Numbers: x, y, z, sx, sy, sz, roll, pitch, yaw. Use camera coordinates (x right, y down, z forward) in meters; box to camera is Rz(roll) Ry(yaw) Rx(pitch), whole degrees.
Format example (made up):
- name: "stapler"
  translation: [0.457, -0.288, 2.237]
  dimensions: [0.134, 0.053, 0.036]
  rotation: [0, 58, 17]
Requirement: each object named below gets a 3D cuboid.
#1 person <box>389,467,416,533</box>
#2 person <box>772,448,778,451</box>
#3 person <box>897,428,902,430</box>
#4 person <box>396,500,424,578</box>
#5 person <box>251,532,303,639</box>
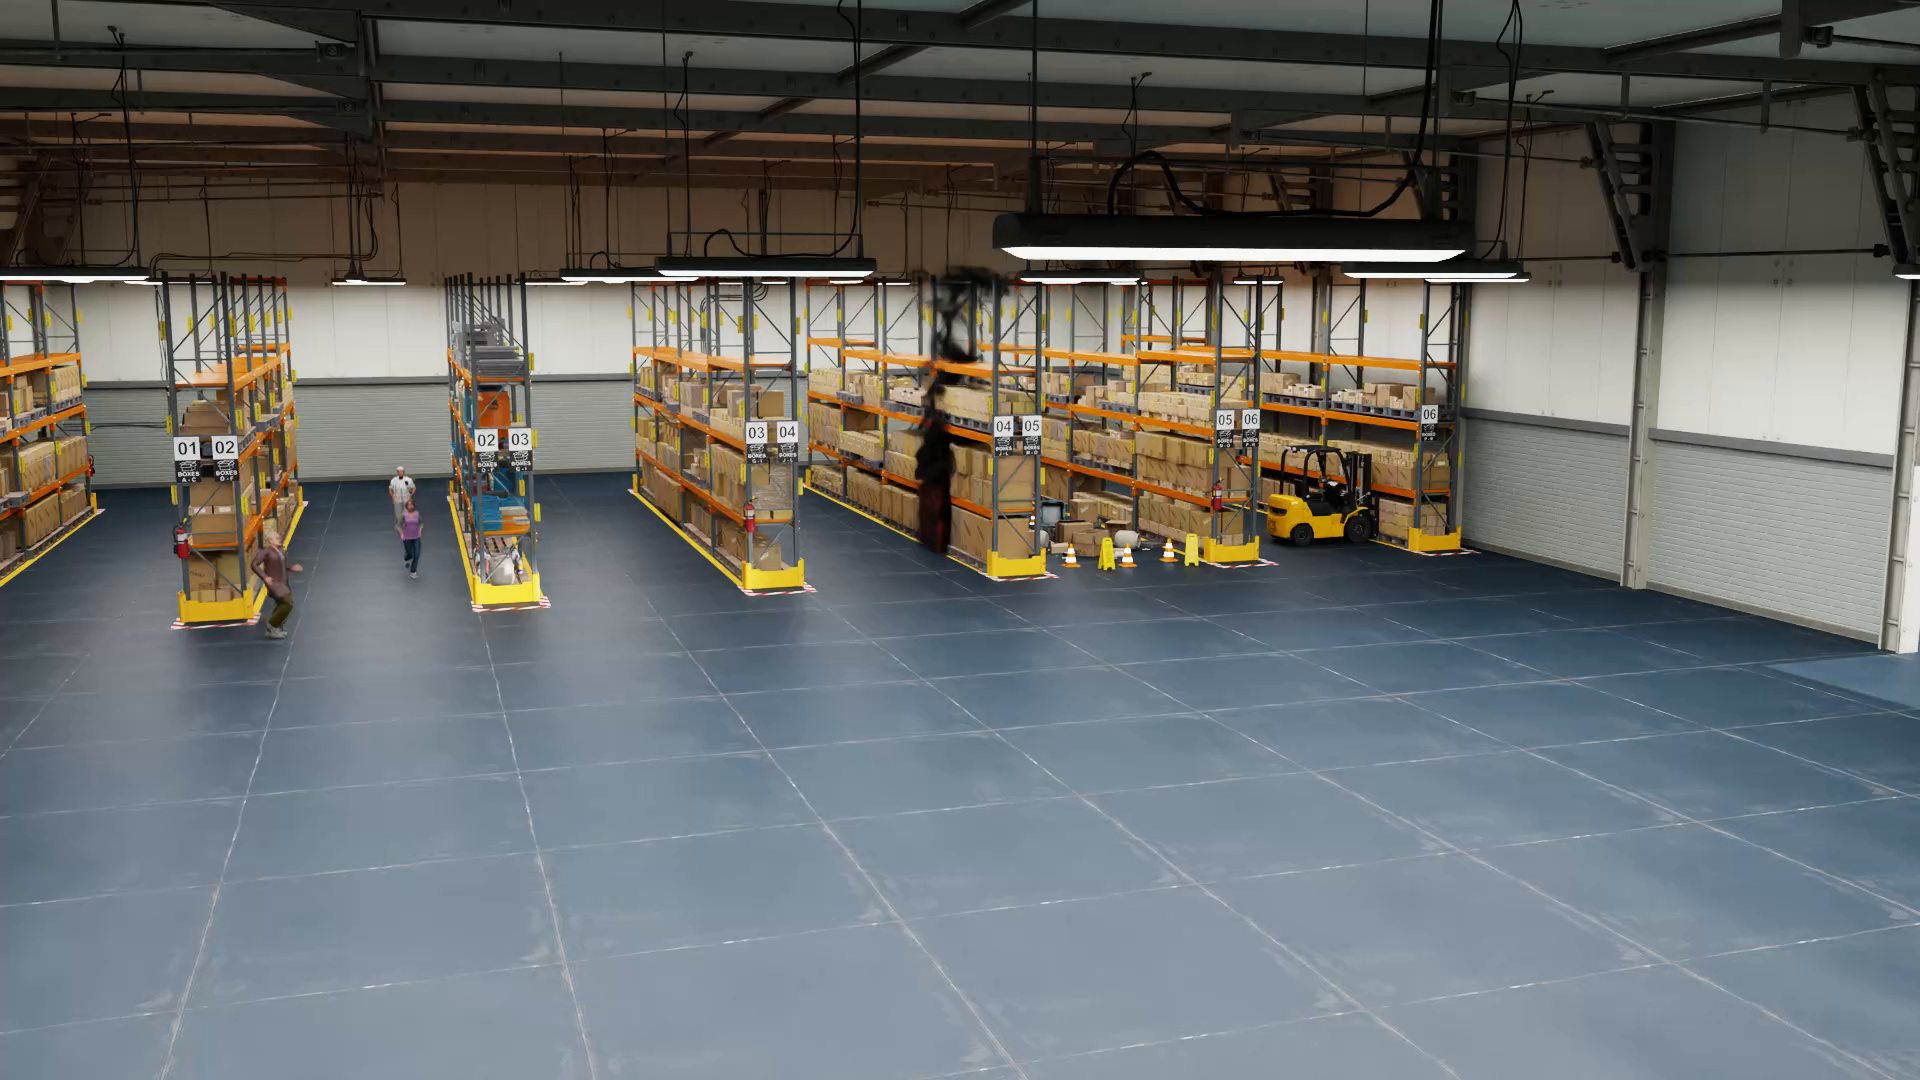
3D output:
- name: "person"
  translation: [-12.936, -0.889, 38.644]
  dimensions: [0.600, 1.641, 0.596]
  rotation: [-3, 9, -17]
- name: "person"
  translation: [-5.516, -2.465, 48.846]
  dimensions: [0.741, 1.671, 0.659]
  rotation: [5, 10, 29]
- name: "person"
  translation: [-1.696, -2.309, 47.416]
  dimensions: [0.689, 1.772, 0.976]
  rotation: [-5, 10, -32]
- name: "person"
  translation: [-10.953, -0.025, 33.196]
  dimensions: [0.537, 1.546, 0.549]
  rotation: [-5, 10, -29]
- name: "person"
  translation: [-11.179, 0.758, 27.365]
  dimensions: [0.655, 1.748, 0.710]
  rotation: [1, 9, 7]
